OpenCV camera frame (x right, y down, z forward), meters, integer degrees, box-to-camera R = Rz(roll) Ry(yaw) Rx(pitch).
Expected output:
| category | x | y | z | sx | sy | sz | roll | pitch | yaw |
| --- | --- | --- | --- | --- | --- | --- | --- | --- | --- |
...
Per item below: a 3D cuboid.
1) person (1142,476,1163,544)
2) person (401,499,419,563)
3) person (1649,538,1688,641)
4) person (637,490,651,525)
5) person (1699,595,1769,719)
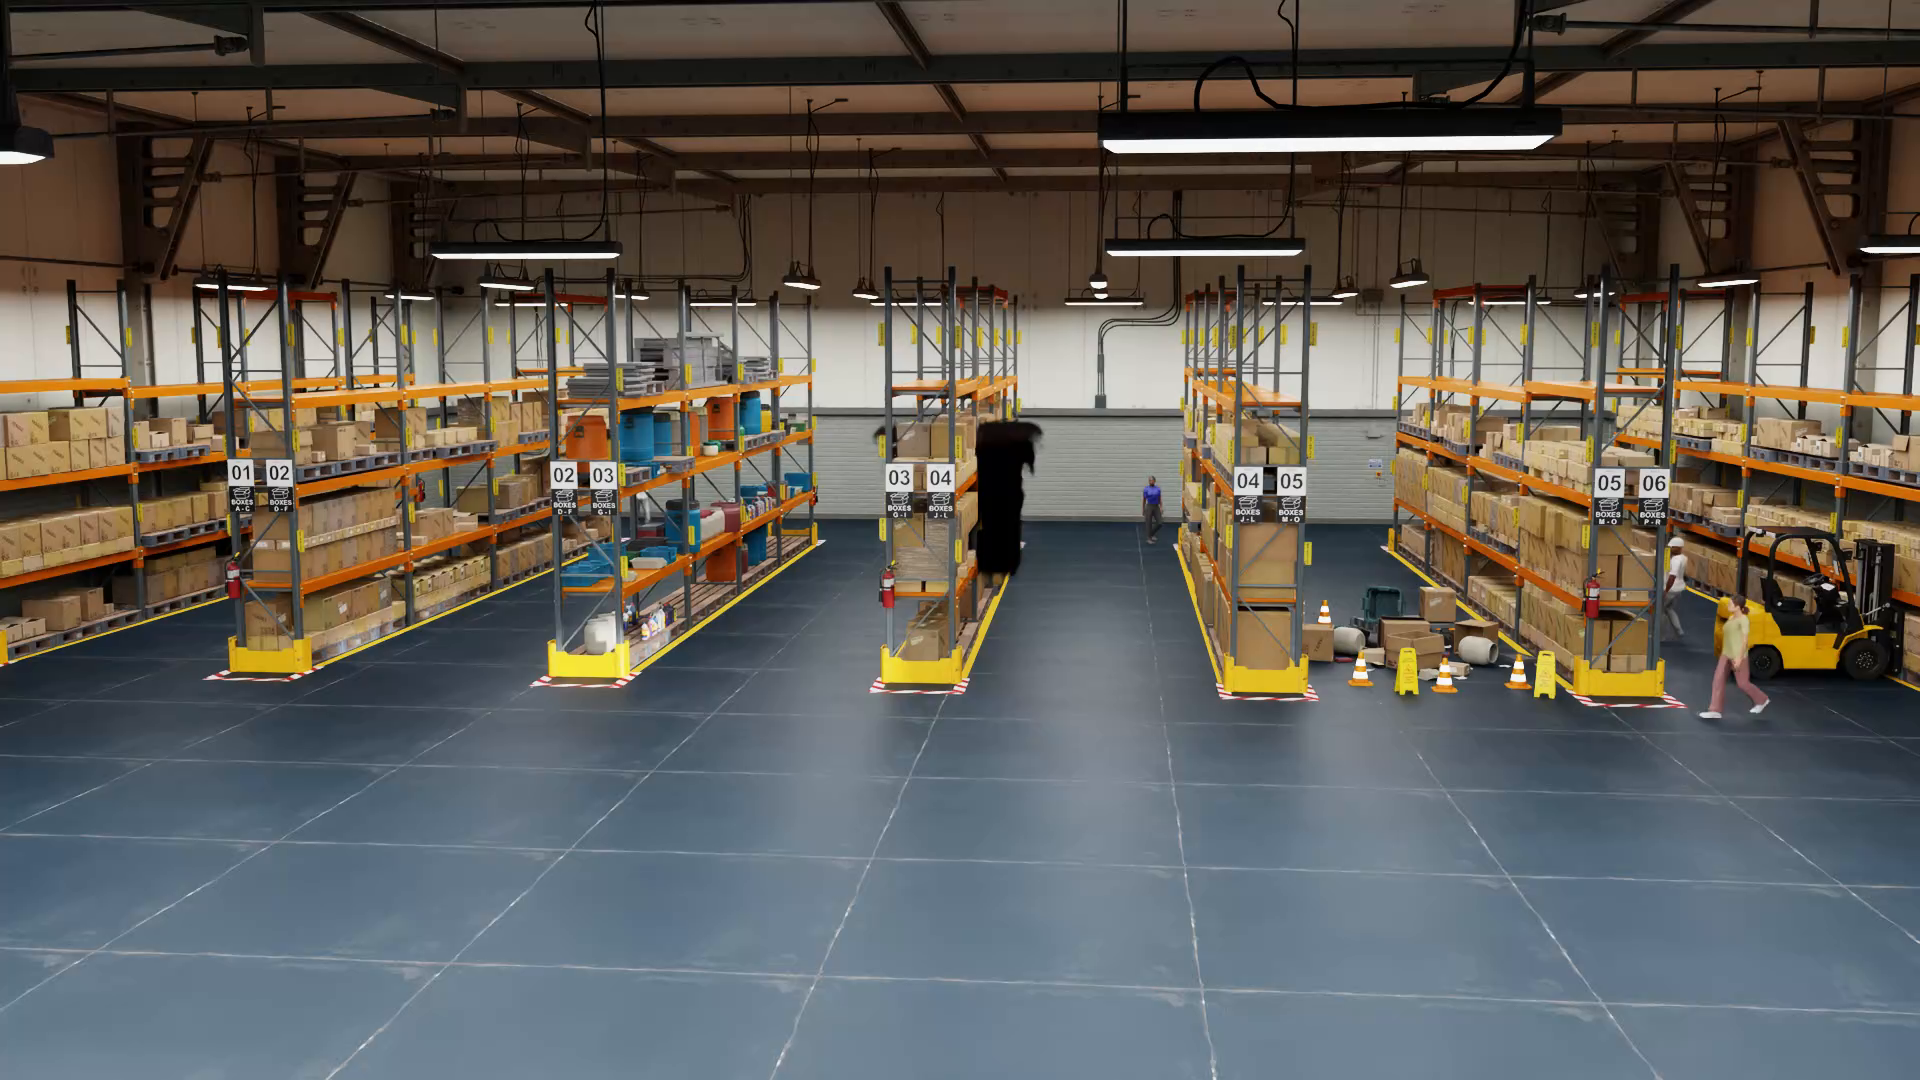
| category | x | y | z | sx | sy | sz | roll | pitch | yaw |
| --- | --- | --- | --- | --- | --- | --- | --- | --- | --- |
| person | 4.677 | -0.743 | 40.559 | 0.459 | 1.663 | 0.483 | -2 | 7 | -19 |
| person | -11.145 | 0.030 | 33.901 | 0.422 | 1.724 | 0.624 | 0 | 7 | -1 |
| person | 11.707 | 0.829 | 27.493 | 0.613 | 1.768 | 0.574 | -5 | 9 | -36 |
| person | -8.236 | -1.095 | 42.832 | 0.561 | 1.722 | 0.961 | -3 | 8 | -24 |
| person | 10.226 | 1.536 | 21.853 | 0.947 | 1.644 | 0.423 | -2 | 7 | -19 |
